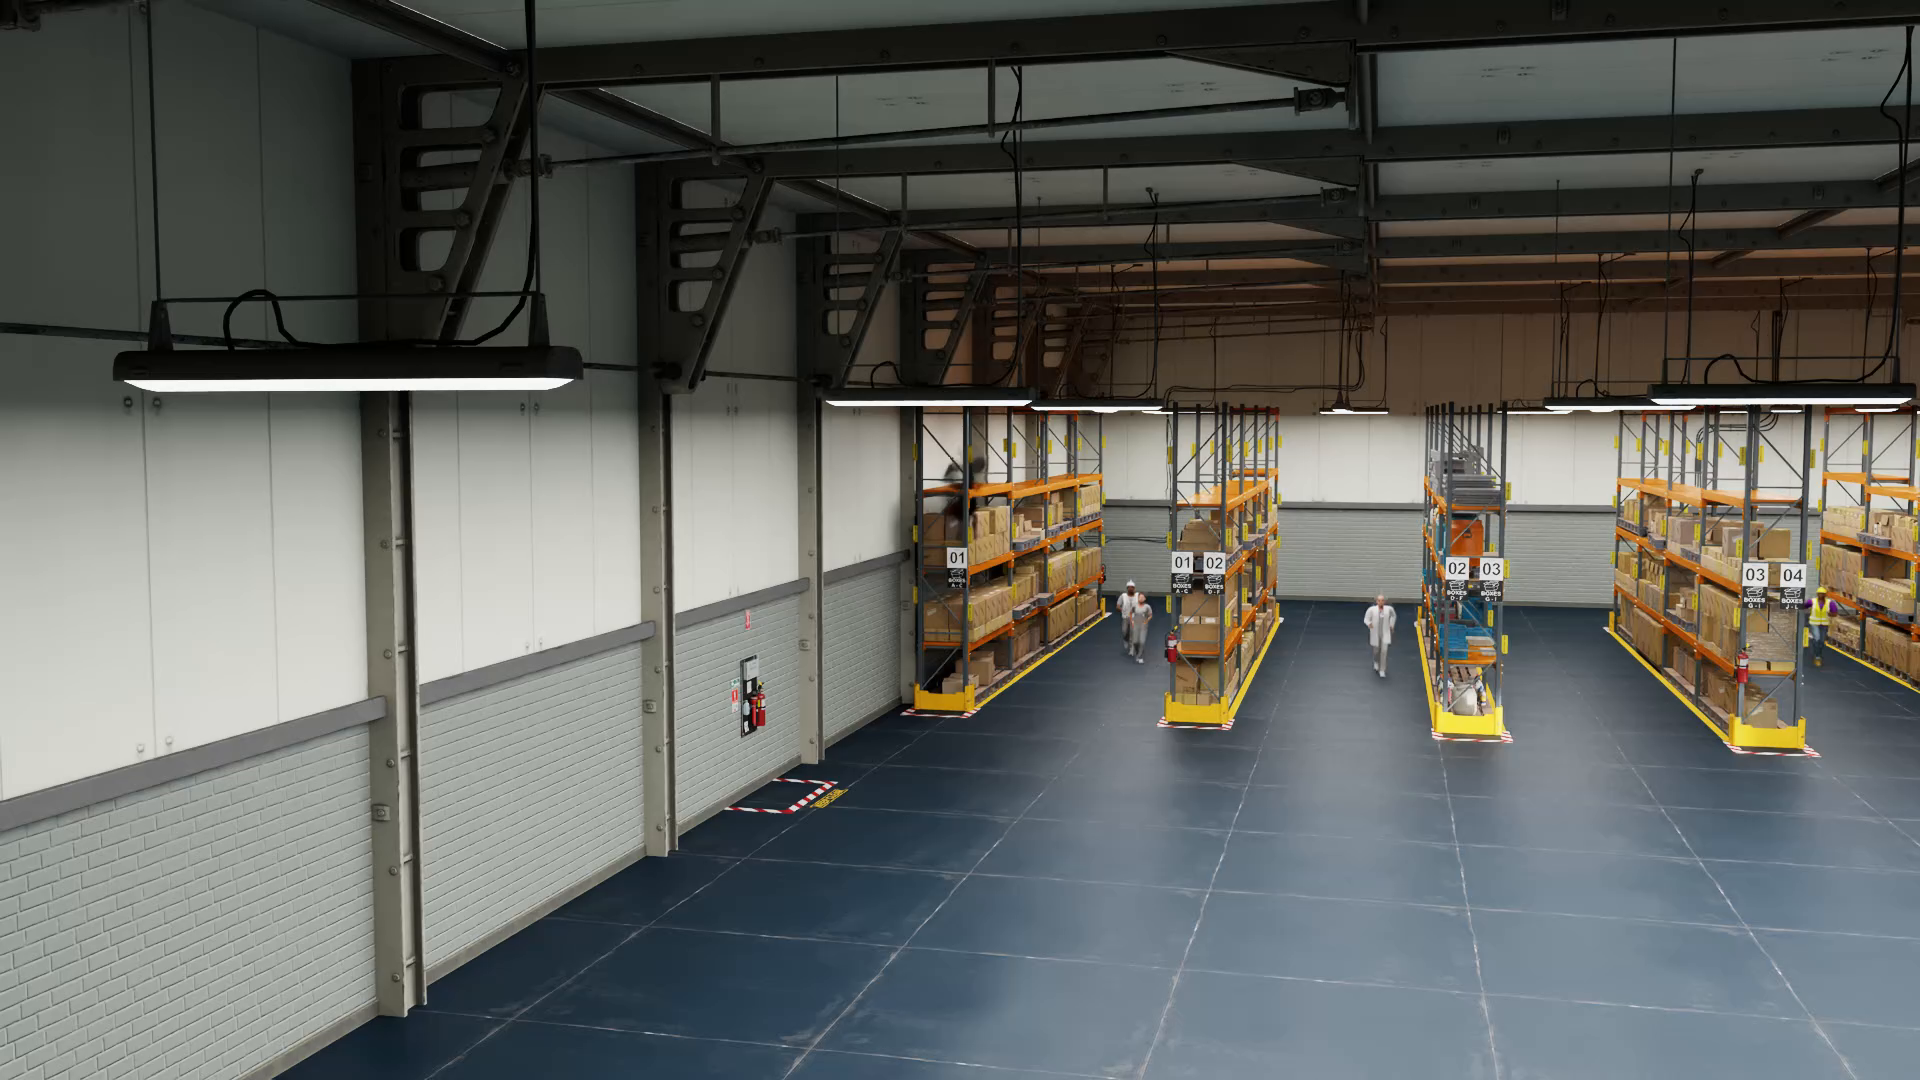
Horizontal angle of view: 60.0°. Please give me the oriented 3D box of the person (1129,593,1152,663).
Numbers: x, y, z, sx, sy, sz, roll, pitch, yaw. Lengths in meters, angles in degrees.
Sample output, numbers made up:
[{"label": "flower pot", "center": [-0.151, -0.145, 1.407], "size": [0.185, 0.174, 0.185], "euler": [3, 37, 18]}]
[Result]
[{"label": "person", "center": [4.186, 2.046, 38.661], "size": [0.545, 1.643, 0.514], "euler": [1, 4, 9]}]

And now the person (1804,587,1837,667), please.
[{"label": "person", "center": [19.873, 1.994, 38.440], "size": [0.676, 1.820, 0.875], "euler": [1, 4, 14]}]

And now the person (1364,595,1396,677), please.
[{"label": "person", "center": [9.340, 2.101, 36.970], "size": [0.690, 1.771, 1.042], "euler": [1, 4, 13]}]

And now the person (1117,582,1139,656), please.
[{"label": "person", "center": [4.121, 1.886, 40.121], "size": [0.697, 1.755, 0.857], "euler": [0, 4, 6]}]
